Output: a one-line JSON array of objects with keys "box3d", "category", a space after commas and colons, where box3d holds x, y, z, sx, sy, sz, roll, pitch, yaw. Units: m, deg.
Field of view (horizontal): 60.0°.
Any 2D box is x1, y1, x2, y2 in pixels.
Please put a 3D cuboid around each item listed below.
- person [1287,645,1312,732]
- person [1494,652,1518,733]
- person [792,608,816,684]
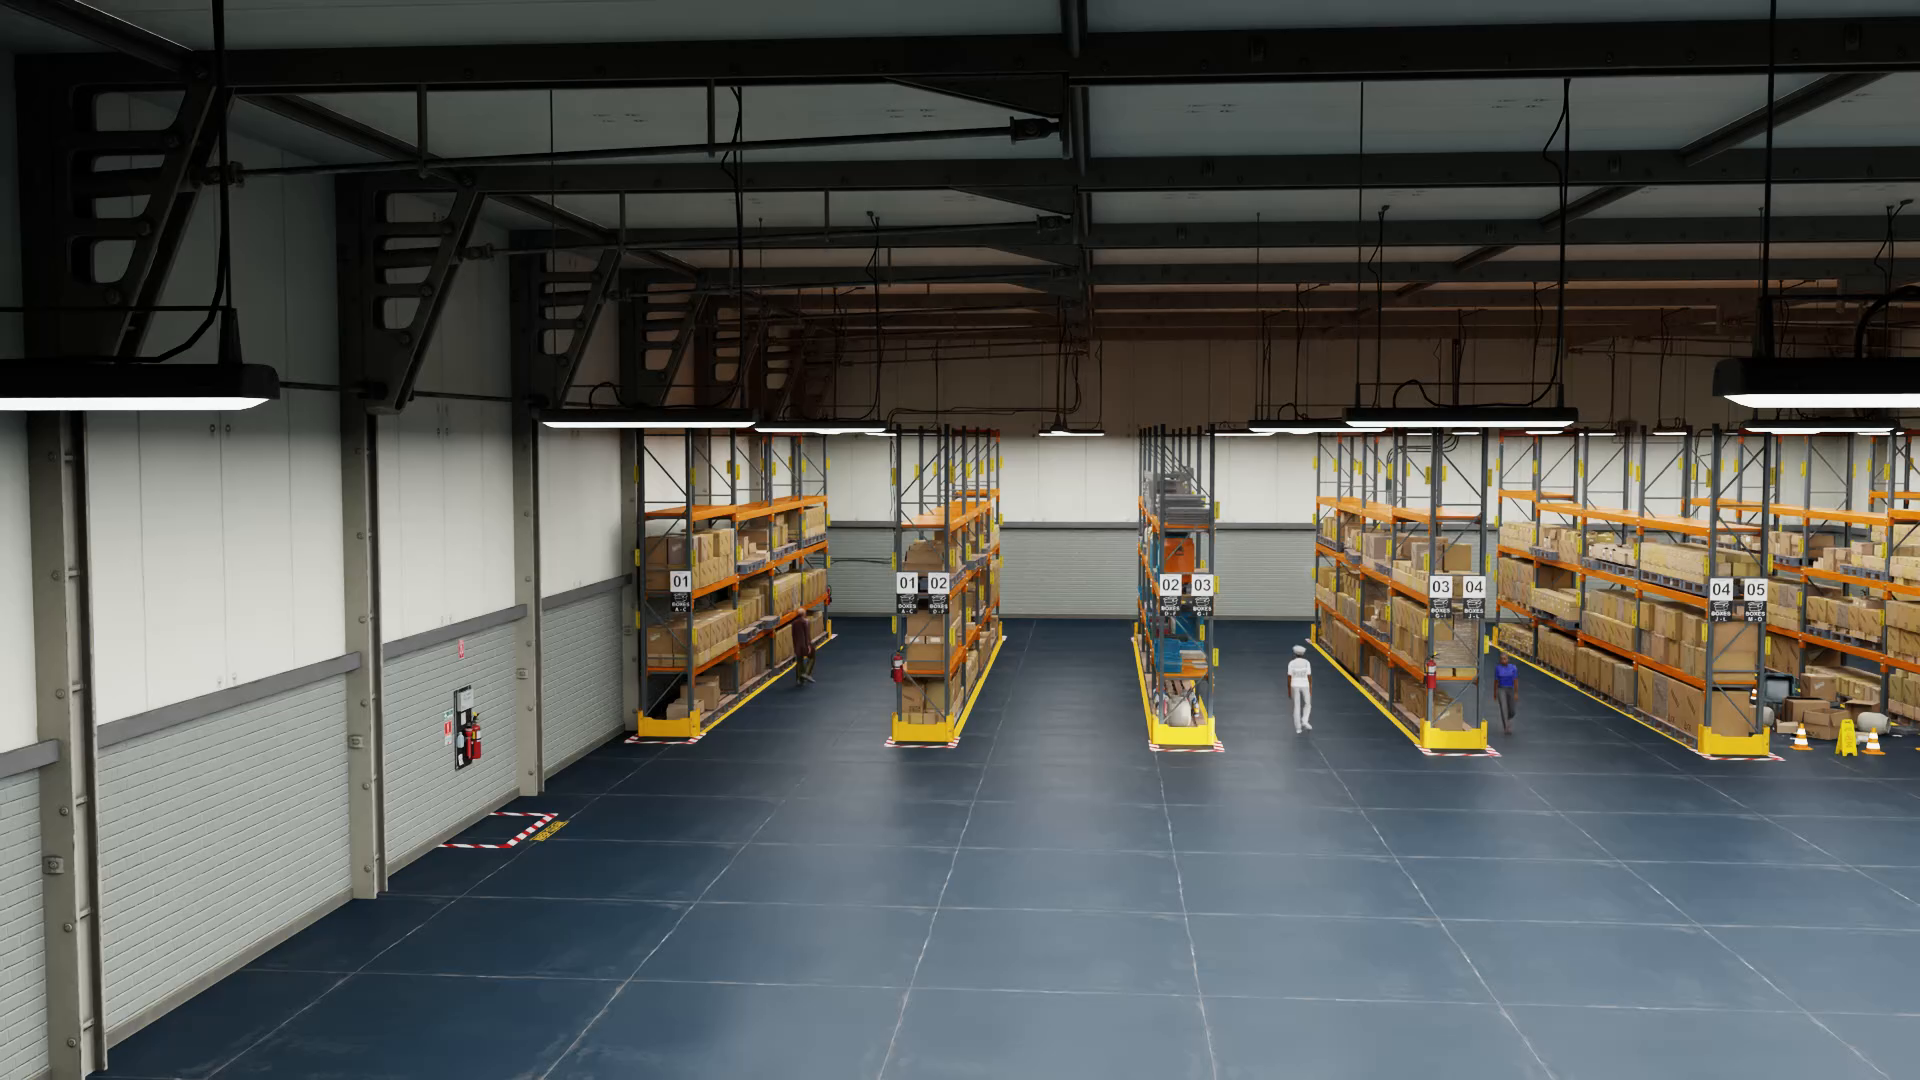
[{"box3d": [6.627, 2.902, 32.414, 0.492, 1.675, 0.447, 1, 4, 16], "category": "person"}, {"box3d": [10.710, 2.958, 32.608, 0.434, 1.531, 0.960, 1, 4, 11], "category": "person"}, {"box3d": [-3.678, 2.463, 38.777, 0.591, 1.763, 0.556, 1, 4, 21], "category": "person"}]
